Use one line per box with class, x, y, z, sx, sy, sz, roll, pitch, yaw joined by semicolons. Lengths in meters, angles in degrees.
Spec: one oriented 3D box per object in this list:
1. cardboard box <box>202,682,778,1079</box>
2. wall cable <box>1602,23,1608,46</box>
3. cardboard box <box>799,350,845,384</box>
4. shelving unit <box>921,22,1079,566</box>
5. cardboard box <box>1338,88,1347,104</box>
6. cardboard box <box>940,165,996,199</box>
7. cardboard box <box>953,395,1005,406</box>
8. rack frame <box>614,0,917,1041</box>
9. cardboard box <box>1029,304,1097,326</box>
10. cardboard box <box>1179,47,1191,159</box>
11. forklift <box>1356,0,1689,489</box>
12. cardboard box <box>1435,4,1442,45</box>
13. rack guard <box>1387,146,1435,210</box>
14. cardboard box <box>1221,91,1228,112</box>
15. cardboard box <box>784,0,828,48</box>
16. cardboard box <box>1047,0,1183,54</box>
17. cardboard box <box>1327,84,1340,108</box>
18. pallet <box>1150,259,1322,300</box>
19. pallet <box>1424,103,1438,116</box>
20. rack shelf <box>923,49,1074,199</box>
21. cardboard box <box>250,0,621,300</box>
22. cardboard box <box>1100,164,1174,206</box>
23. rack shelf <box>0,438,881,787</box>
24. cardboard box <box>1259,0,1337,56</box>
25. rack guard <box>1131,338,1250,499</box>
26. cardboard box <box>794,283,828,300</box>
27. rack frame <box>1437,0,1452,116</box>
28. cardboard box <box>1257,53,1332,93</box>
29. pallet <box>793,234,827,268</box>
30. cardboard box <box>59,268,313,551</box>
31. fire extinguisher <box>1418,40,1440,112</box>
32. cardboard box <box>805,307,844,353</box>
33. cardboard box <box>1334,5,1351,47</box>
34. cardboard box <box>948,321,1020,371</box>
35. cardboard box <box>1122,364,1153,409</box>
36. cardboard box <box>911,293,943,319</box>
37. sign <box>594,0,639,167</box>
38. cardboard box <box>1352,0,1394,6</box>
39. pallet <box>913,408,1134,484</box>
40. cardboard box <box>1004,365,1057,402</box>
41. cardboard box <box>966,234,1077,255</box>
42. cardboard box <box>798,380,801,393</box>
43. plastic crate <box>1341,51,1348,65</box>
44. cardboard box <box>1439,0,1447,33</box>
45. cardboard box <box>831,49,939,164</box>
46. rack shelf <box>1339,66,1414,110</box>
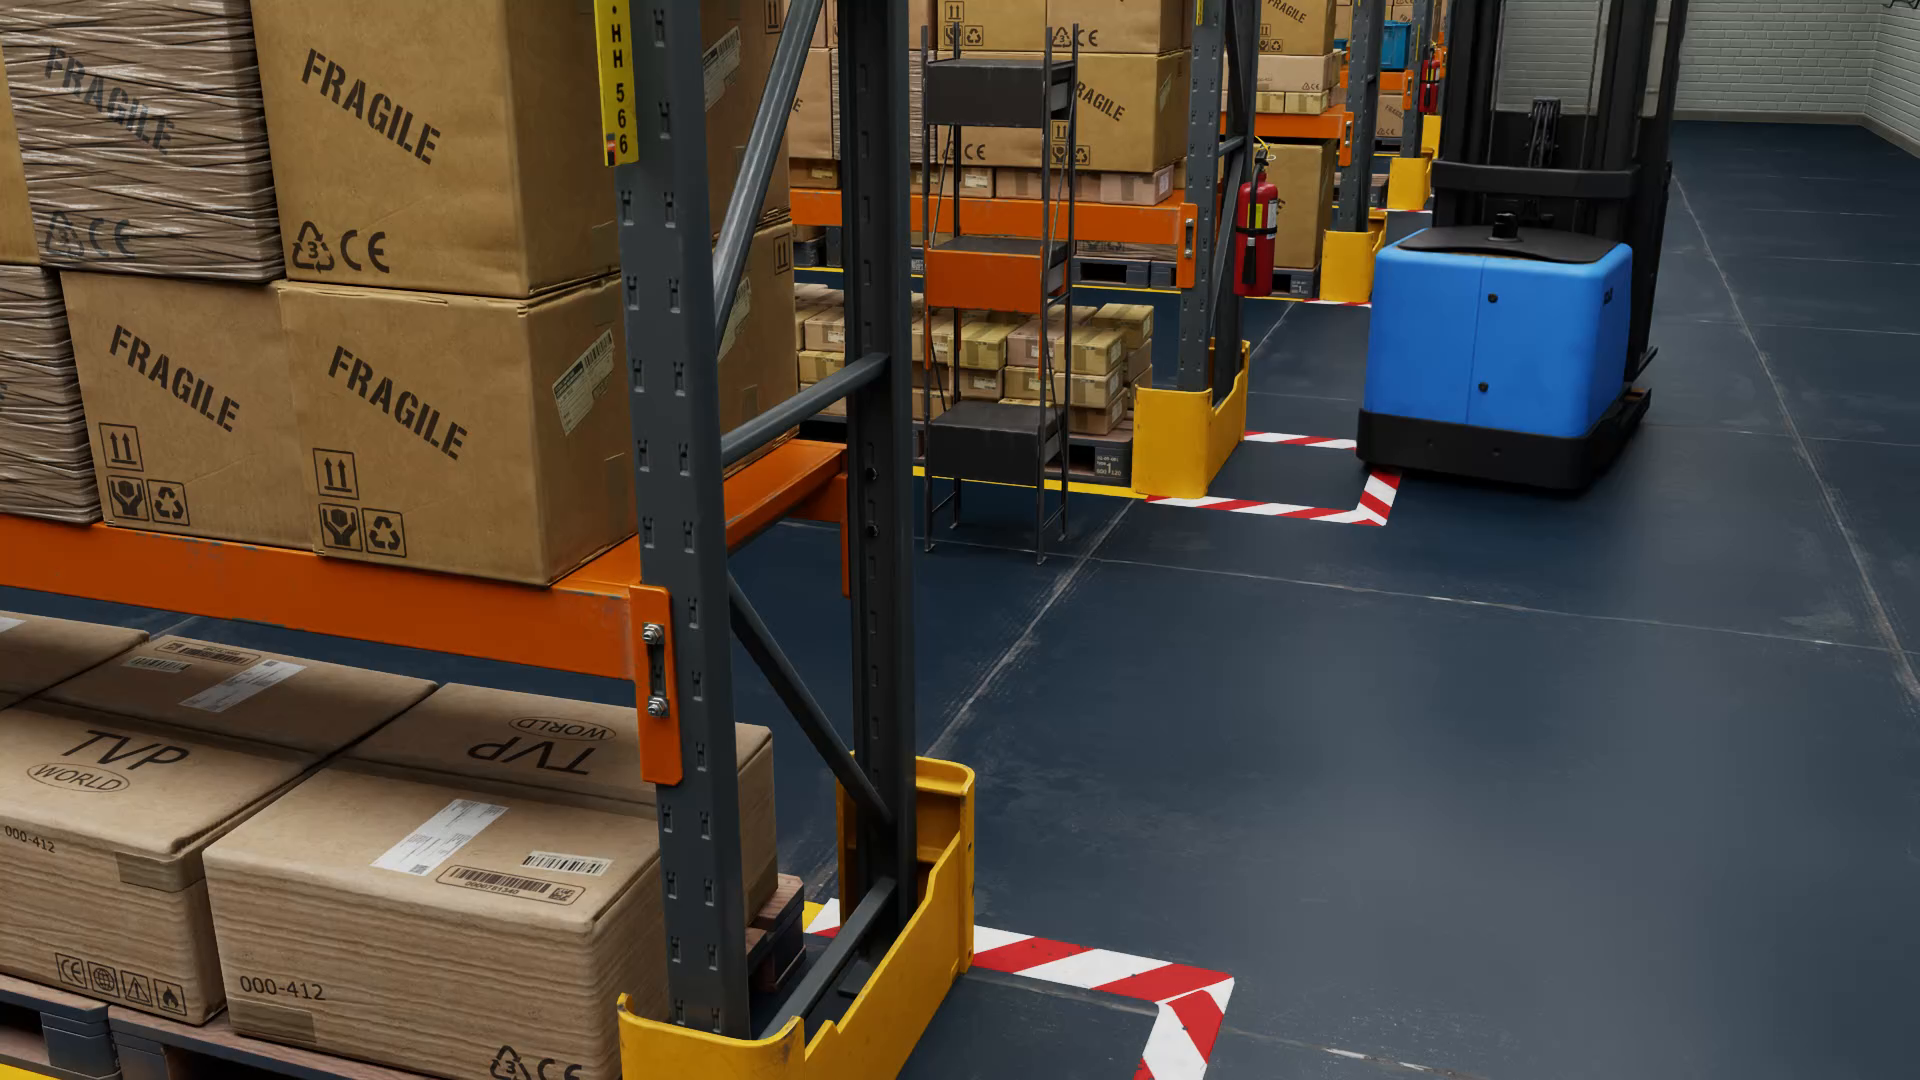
cardboard box;-0.980;0.733;3.671;0.875;0.438;0.875;6;20;16
wall cable;9.325;-8.576;25.577;1.851;1.984;0.084;7;20;18
cardboard box;-0.608;-0.890;8.314;0.250;0.149;0.380;8;21;21
shelving unit;0.156;-0.974;6.679;0.503;2.100;0.431;7;20;18
cardboard box;6.163;-7.111;26.078;0.500;0.500;0.700;6;20;16
cardboard box;0.091;-1.698;7.773;0.250;0.149;0.380;7;20;20
cardboard box;0.142;-0.684;8.175;0.250;0.149;0.380;6;20;18
rack frame;-0.324;-0.238;3.203;0.127;3.000;1.000;7;20;18
cardboard box;0.522;-1.076;8.396;0.250;0.149;0.380;7;20;19
cardboard box;0.871;-2.111;7.970;0.500;0.500;0.500;8;21;21
forklift;3.074;-2.050;8.503;1.130;2.935;3.031;11;22;28
cardboard box;5.850;-6.577;21.234;0.500;0.500;0.500;7;20;19
rack guard;4.580;-3.681;16.876;0.348;0.500;1.175;7;20;18
cardboard box;2.000;-3.192;12.059;0.250;0.149;0.380;7;20;18
cardboard box;-0.782;-2.585;7.811;0.500;0.500;0.500;6;20;16
cardboard box;0.691;-2.420;7.340;0.500;0.500;0.500;6;20;17
cardboard box;2.701;-3.342;12.488;0.250;0.149;0.380;7;20;19
pallet;2.147;-2.065;12.680;1.213;0.211;1.003;7;20;18
pallet;7.024;-6.685;25.935;1.213;0.211;1.003;7;20;18
rack shelf;0.156;-1.622;6.453;0.480;0.518;0.431;7;20;18
cardboard box;-0.858;-0.736;2.959;0.500;0.500;0.500;7;20;20
cardboard box;0.804;-1.617;7.540;0.250;0.149;0.380;7;20;18
rack shelf;-2.213;-0.115;3.941;4.000;0.370;1.077;7;20;18
cardboard box;2.382;-3.714;11.812;0.500;0.500;0.500;7;20;19
rack guard;1.133;-0.616;8.085;0.348;0.500;1.175;7;20;18
cardboard box;-0.896;-1.278;8.975;0.250;0.149;0.380;6;20;16
rack frame;6.183;-6.399;20.878;0.127;3.000;1.000;7;20;18
cardboard box;2.383;-3.359;11.932;0.500;0.250;0.500;6;20;17
pallet;-1.604;-2.495;13.913;1.213;0.211;1.003;7;20;18
cardboard box;-1.336;-0.314;3.269;0.500;0.500;0.500;6;20;17
fire extinguisher;4.547;-4.490;16.083;0.183;0.674;0.296;7;20;18
cardboard box;-0.592;-1.056;8.337;0.250;0.149;0.380;6;20;16
cardboard box;4.709;-6.521;21.075;0.500;0.500;0.500;7;20;18
cardboard box;0.117;-0.933;7.986;0.250;0.149;0.380;6;20;17
cardboard box;0.815;-0.797;8.498;0.250;0.149;0.380;7;20;19
cardboard box;-0.195;-1.177;8.685;0.250;0.149;0.380;7;21;20
sign;-0.515;-0.730;2.494;0.005;0.325;0.100;7;20;18
cardboard box;5.194;-6.936;20.745;0.500;0.500;0.500;7;20;20
pallet;0.377;-0.579;8.416;1.213;0.211;1.003;7;20;18
cardboard box;0.383;-0.794;8.039;0.250;0.149;0.380;6;20;17
cardboard box;0.597;-2.753;13.008;0.875;0.875;0.875;7;20;18
cardboard box;-0.823;-0.801;8.511;0.250;0.149;0.380;7;20;20
plastic crate;3.724;-4.795;16.585;0.243;0.136;0.396;7;20;18
cardboard box;7.320;-8.134;25.397;0.700;0.700;0.980;7;21;21
cardboard box;-0.271;-2.054;7.807;0.500;0.500;0.500;7;20;18
rack shelf;2.664;-4.736;17.199;4.000;0.370;1.077;7;20;18
